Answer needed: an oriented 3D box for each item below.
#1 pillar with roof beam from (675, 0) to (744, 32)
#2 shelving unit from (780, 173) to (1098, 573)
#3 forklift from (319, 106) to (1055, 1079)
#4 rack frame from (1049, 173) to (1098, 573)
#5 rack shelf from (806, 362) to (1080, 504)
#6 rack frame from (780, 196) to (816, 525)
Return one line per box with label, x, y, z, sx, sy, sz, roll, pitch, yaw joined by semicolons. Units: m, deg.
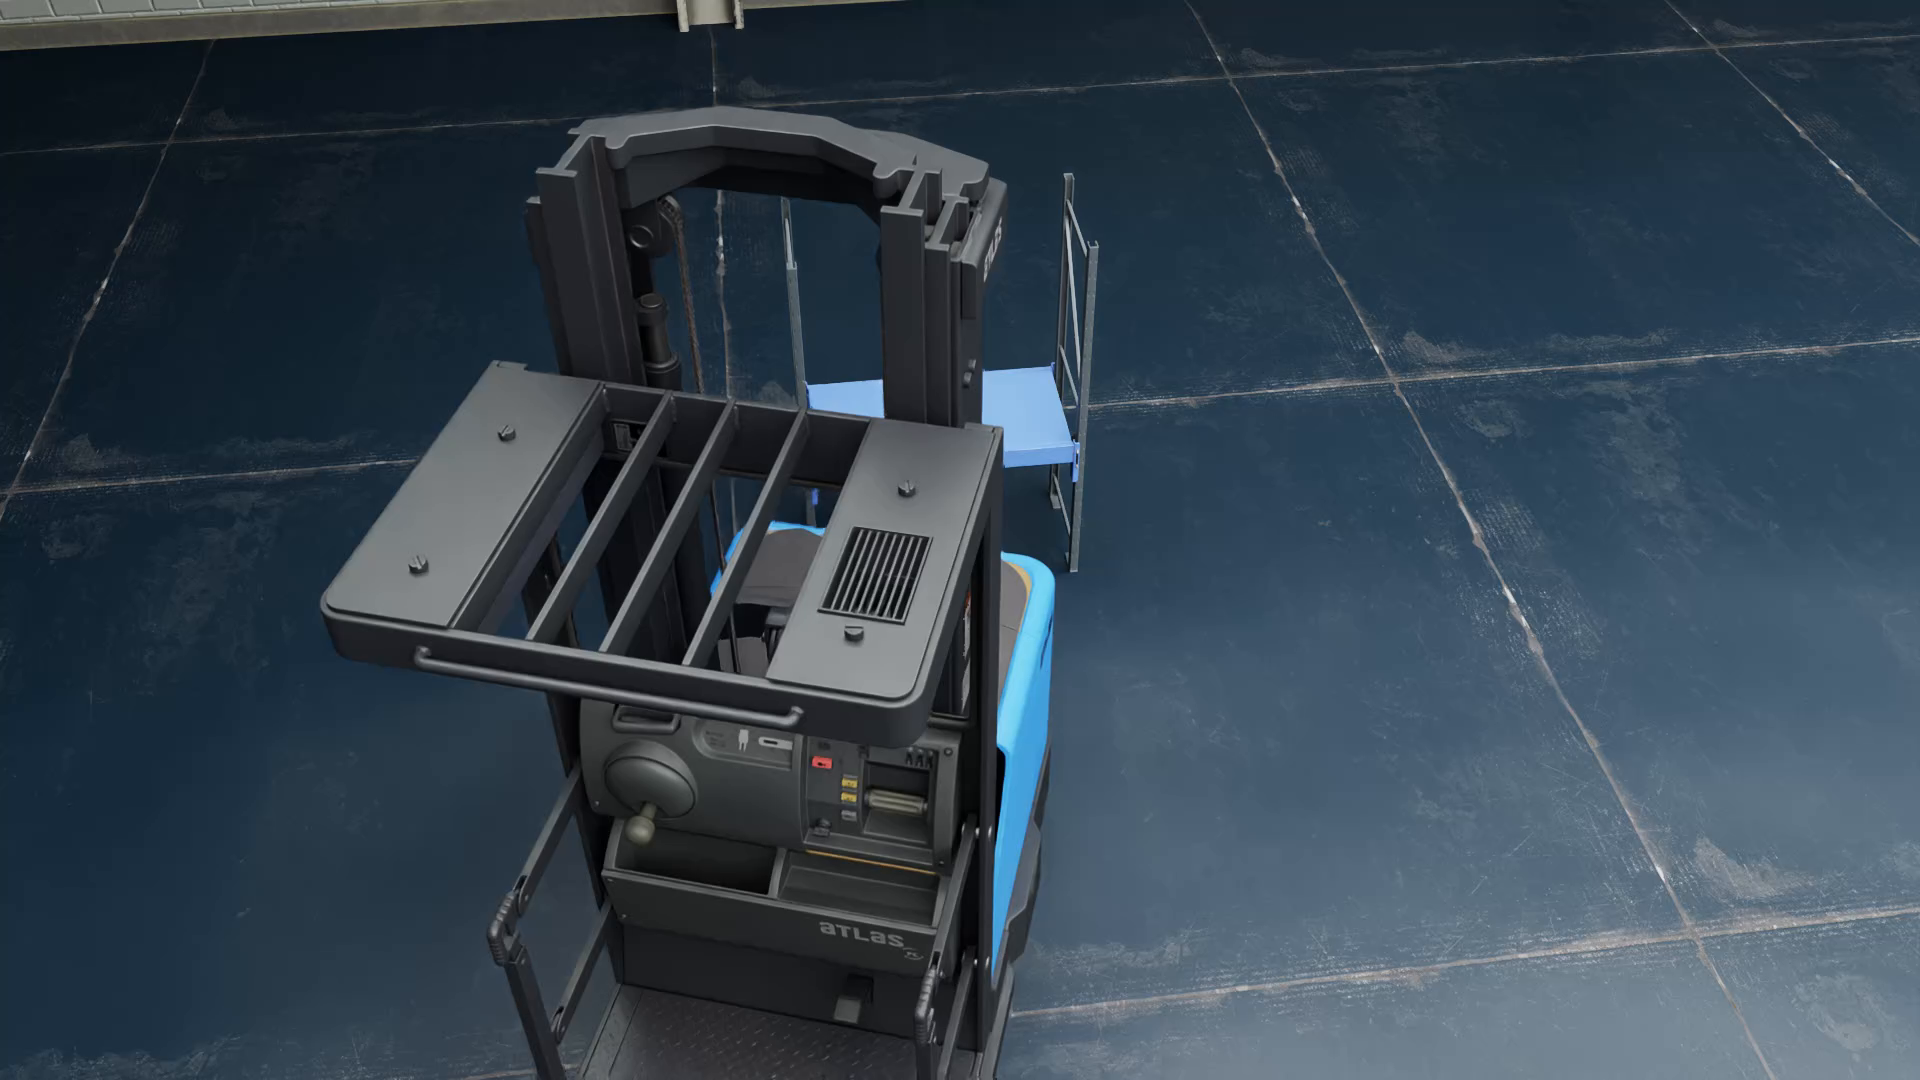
pillar with roof beam;-0.988;-3.721;4.157;0.400;9.000;9.100;-5;42;-6
shelving unit;-0.085;-0.550;6.239;1.048;1.500;0.538;-5;42;-6
forklift;-0.506;0.663;3.826;1.130;2.935;3.031;8;43;9
rack frame;0.419;-0.594;6.288;0.032;1.500;0.500;-5;42;-6
rack shelf;-0.085;-0.416;6.360;1.000;0.185;0.538;-5;42;-6
rack frame;-0.589;-0.505;6.191;0.032;1.500;0.500;-5;42;-6
